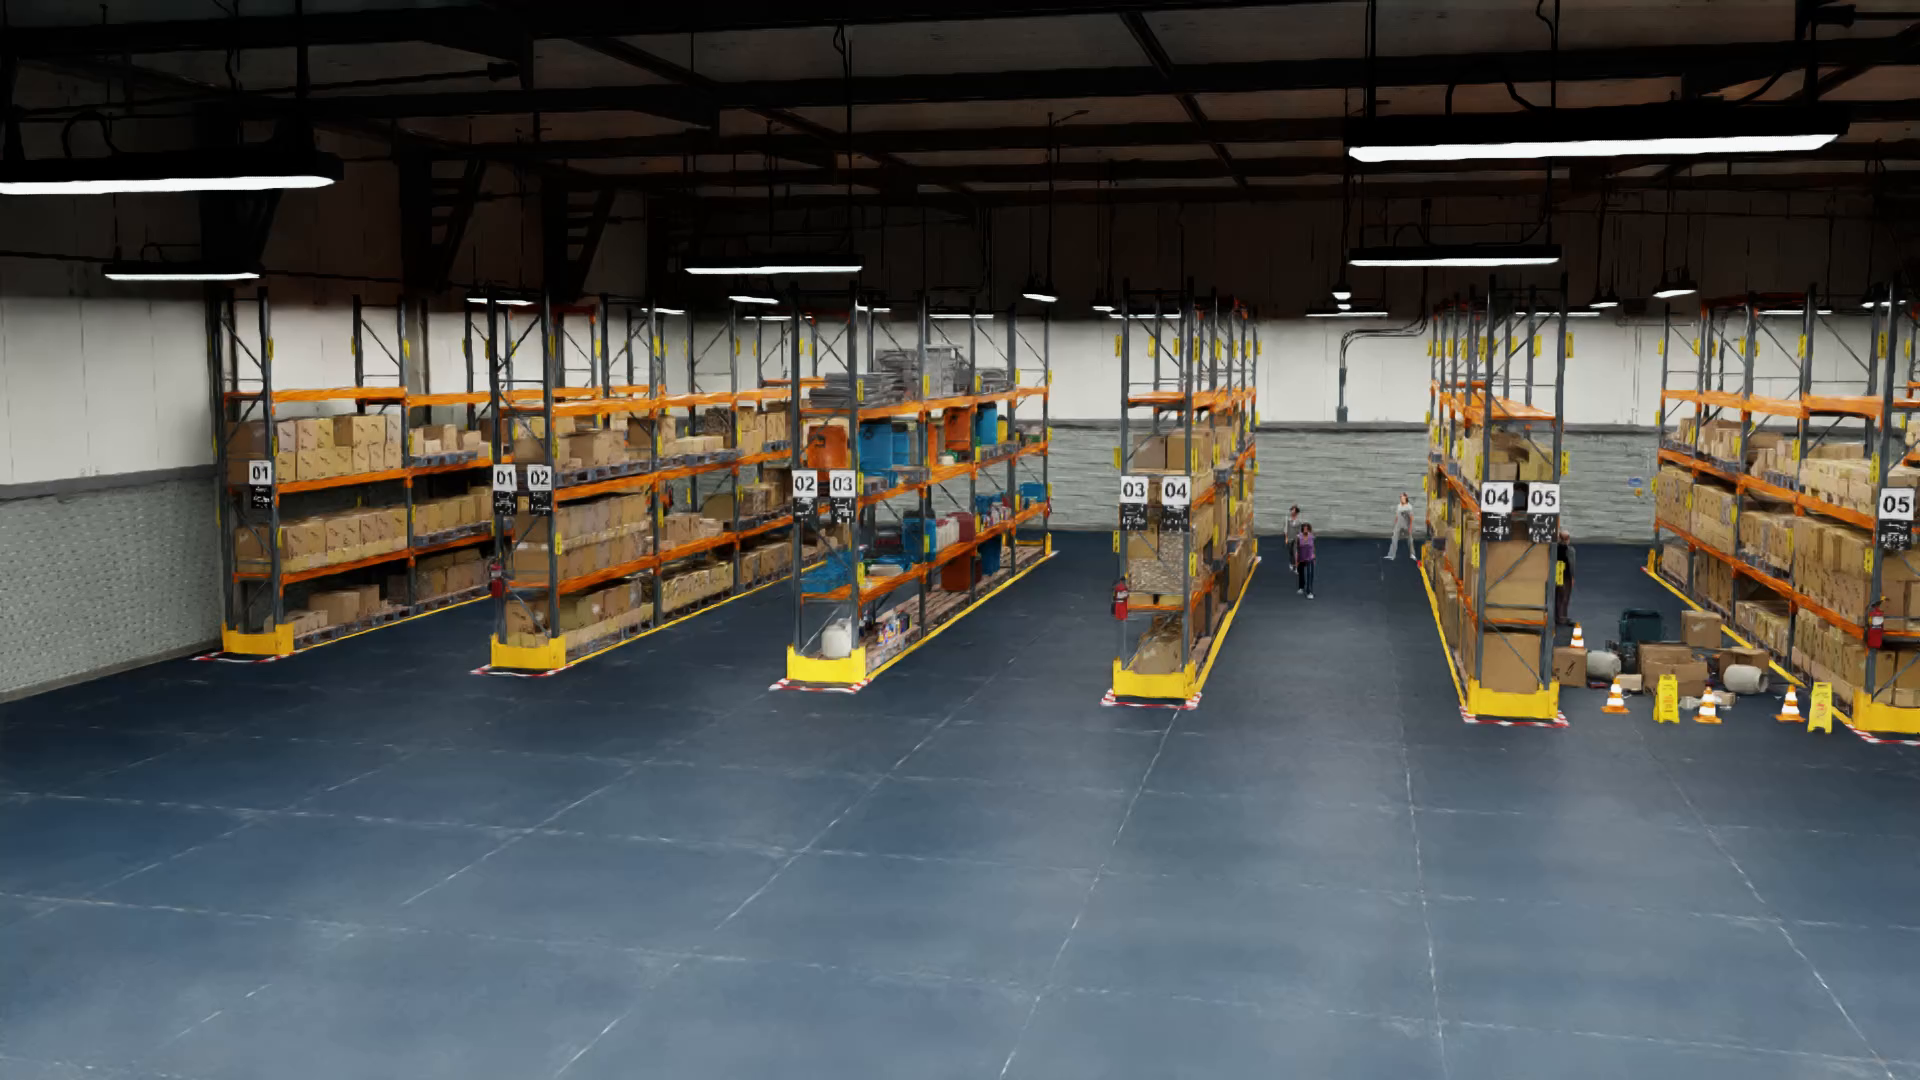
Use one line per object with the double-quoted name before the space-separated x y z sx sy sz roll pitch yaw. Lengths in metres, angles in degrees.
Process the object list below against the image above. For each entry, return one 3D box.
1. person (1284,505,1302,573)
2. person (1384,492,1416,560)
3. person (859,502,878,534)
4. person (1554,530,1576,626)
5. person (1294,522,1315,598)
"person" 7.486 -0.065 37.339 0.417 1.488 1.025 2 7 15
"person" 10.478 -0.328 39.340 0.483 1.625 0.912 6 9 41
"person" -2.501 -0.946 44.864 0.624 1.599 0.776 -1 7 -6
"person" 10.991 0.666 30.197 0.444 1.725 0.581 -2 7 -18
"person" 6.954 0.381 33.554 0.419 1.513 1.037 1 7 11
